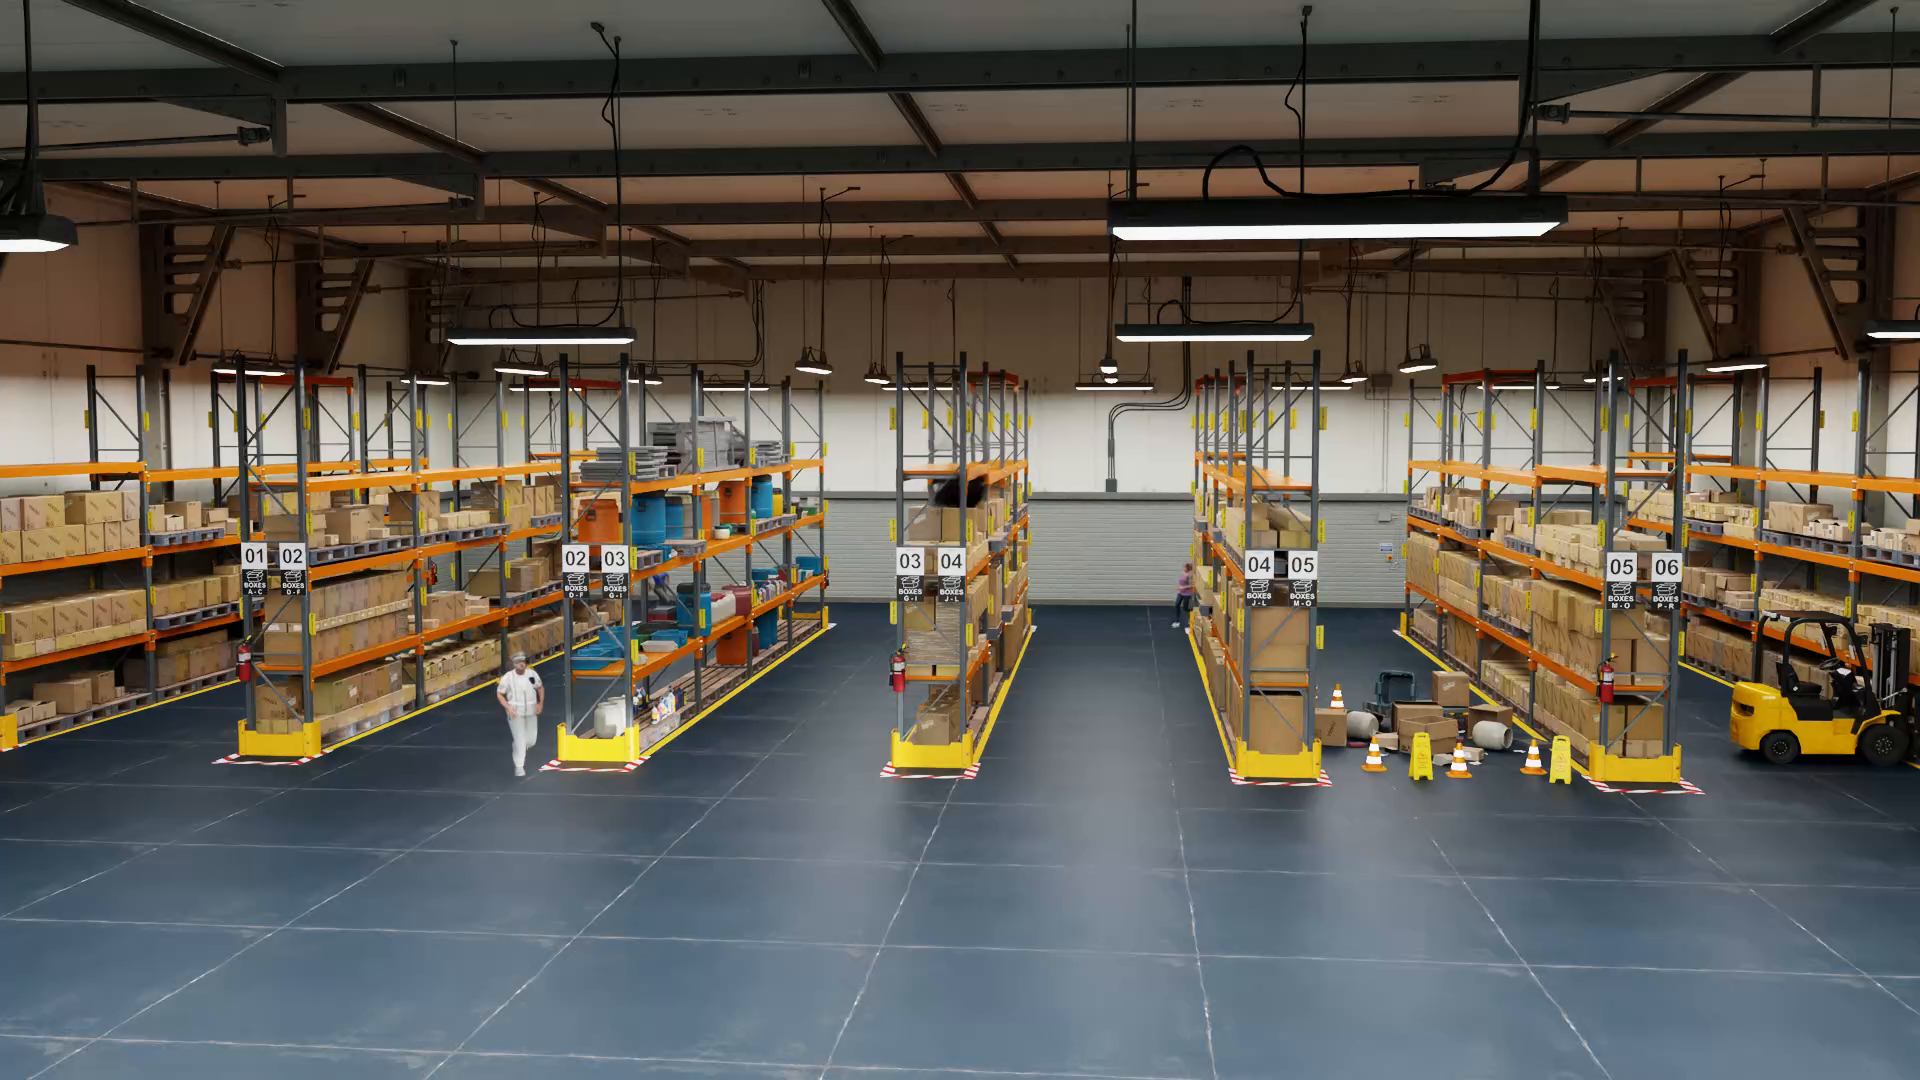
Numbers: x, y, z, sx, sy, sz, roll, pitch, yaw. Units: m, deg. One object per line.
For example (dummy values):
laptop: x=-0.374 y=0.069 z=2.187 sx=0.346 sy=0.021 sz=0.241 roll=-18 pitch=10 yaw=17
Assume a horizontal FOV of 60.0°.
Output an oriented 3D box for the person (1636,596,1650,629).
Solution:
person: x=13.092 y=1.897 z=32.236 sx=0.560 sy=1.624 sz=0.621 roll=-1 pitch=4 yaw=-9

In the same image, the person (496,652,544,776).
person: x=-6.283 y=2.452 z=23.777 sx=0.688 sy=1.765 sz=0.668 roll=-3 pitch=5 yaw=-32

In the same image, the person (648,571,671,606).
person: x=-7.553 y=1.258 z=41.751 sx=0.747 sy=1.644 sz=0.725 roll=3 pitch=5 yaw=34

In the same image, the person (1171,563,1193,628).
person: x=5.525 y=1.358 z=40.473 sx=0.755 sy=1.576 sz=0.550 roll=-2 pitch=5 yaw=-31
